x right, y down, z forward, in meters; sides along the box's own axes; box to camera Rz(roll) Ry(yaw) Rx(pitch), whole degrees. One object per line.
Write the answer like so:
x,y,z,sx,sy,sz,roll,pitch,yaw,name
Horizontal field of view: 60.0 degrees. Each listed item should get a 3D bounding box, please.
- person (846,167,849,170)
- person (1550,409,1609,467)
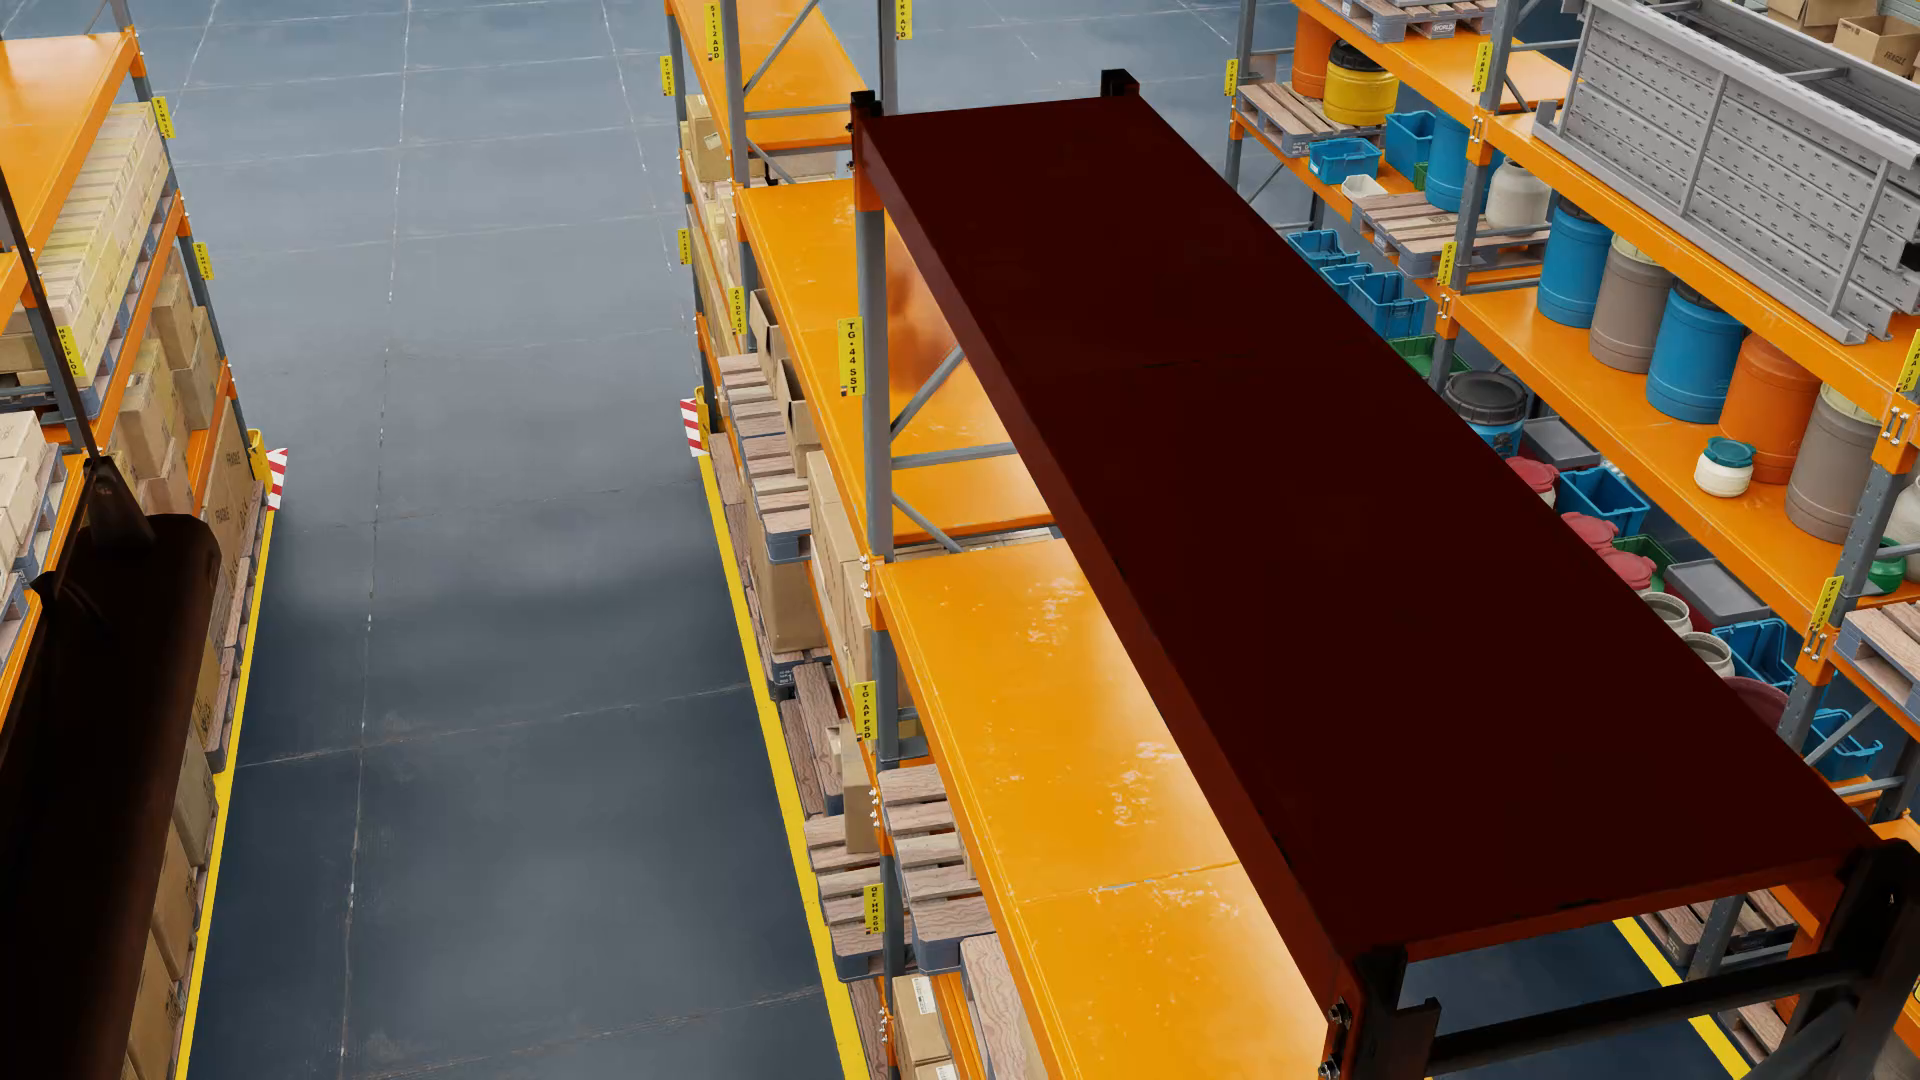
-0.914,-3.727,18.102,0.733,1.706,0.561,9,36,13,person
5.463,-1.247,14.536,0.539,1.583,0.756,-17,38,-23,person
